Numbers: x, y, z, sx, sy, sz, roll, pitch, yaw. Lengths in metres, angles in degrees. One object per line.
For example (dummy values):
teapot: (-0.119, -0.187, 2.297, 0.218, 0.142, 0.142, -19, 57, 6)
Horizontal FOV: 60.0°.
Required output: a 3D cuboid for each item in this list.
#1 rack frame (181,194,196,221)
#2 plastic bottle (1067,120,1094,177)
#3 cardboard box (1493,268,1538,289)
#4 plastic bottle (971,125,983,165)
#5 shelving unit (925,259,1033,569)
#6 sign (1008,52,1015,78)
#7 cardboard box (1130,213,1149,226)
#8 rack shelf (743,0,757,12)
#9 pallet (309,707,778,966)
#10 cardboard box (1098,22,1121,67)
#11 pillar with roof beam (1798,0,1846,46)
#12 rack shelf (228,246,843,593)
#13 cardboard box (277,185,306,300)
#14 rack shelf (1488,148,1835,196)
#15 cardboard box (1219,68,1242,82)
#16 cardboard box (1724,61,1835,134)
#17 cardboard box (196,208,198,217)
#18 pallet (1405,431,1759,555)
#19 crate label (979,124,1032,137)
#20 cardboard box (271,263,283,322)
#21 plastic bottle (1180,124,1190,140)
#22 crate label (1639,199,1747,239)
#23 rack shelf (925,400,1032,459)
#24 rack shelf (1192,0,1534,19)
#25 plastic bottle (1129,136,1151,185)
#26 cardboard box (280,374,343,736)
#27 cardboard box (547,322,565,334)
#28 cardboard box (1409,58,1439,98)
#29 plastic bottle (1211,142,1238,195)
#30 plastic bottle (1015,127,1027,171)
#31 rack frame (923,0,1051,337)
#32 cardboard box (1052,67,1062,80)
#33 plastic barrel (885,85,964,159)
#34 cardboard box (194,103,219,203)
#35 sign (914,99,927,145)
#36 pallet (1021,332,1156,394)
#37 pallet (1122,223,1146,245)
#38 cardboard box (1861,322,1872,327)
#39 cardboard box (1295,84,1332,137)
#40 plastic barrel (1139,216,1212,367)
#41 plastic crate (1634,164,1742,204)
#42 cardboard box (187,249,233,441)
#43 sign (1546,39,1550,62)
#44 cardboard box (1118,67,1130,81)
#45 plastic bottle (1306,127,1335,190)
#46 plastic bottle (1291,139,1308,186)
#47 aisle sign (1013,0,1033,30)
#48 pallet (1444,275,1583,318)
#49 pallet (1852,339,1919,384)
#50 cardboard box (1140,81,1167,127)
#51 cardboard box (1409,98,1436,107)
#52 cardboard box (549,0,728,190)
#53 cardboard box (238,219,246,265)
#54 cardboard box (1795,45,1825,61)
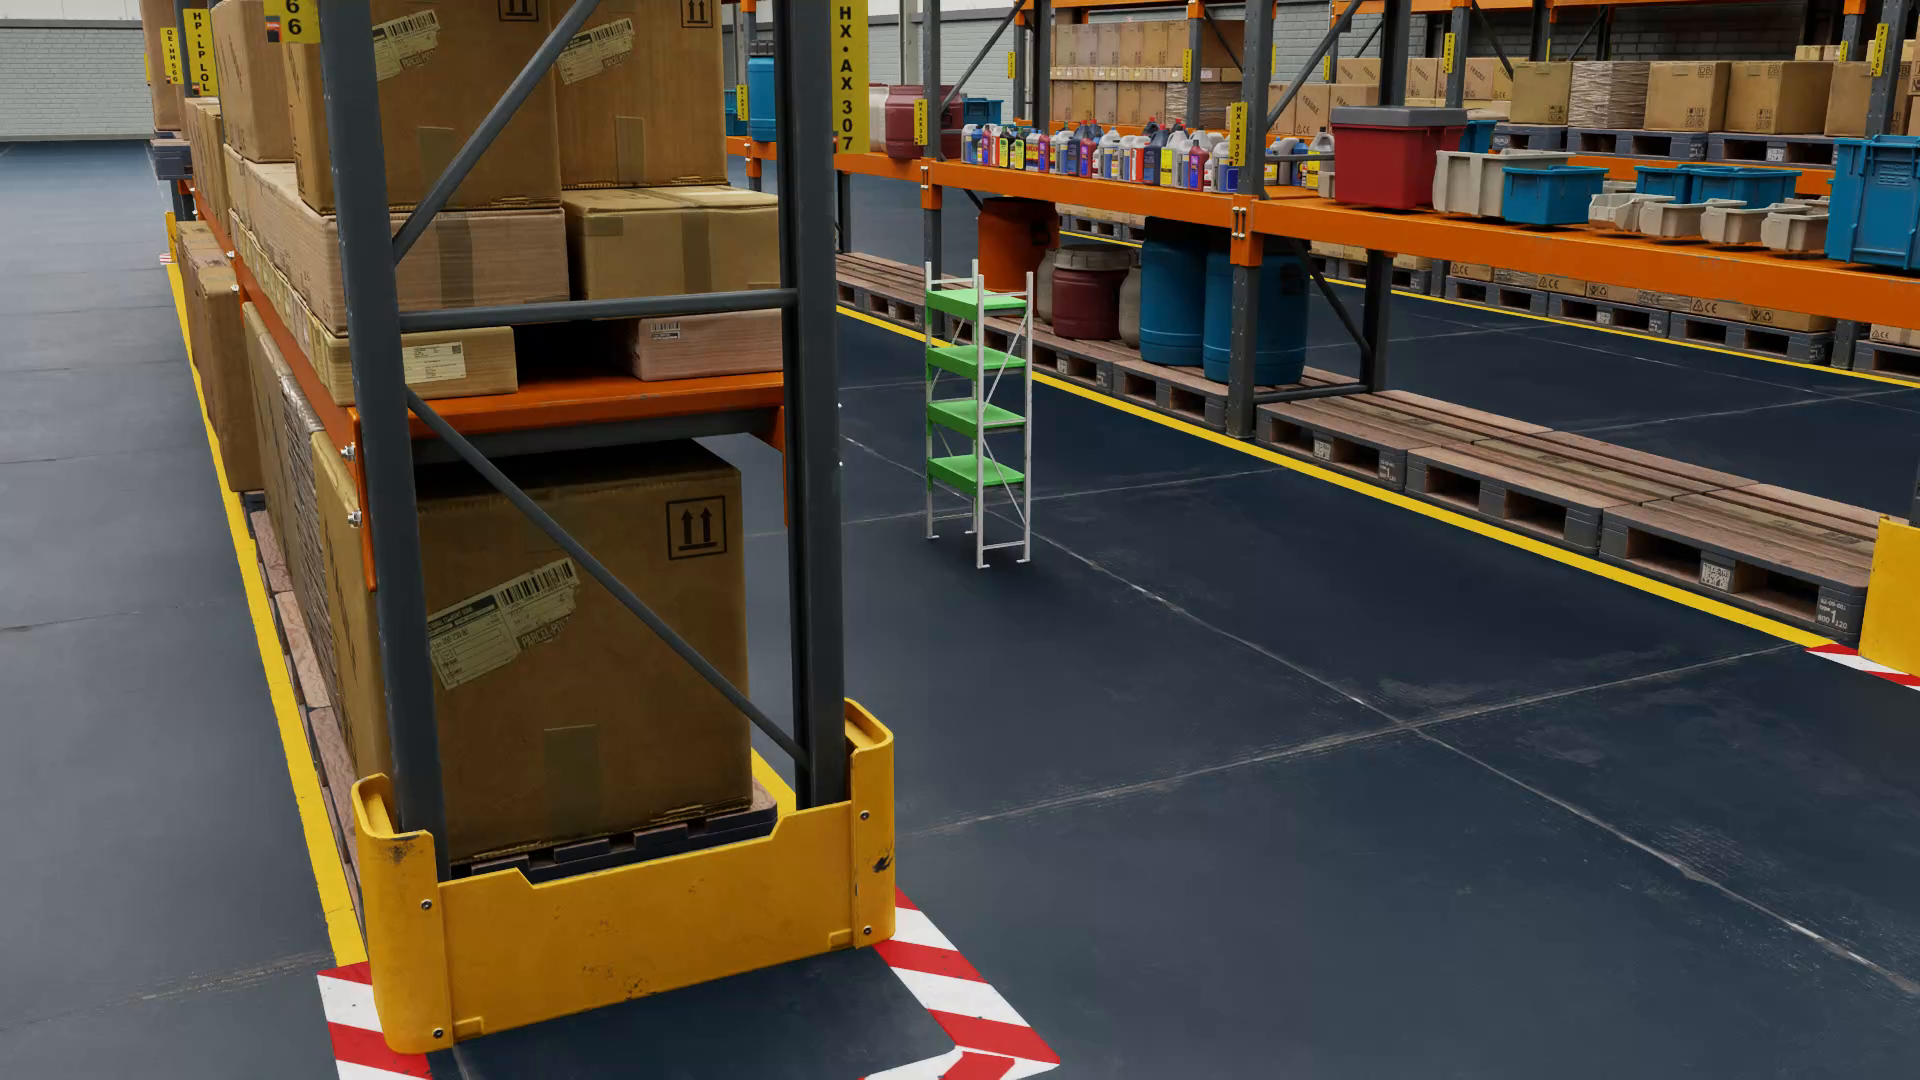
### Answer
rack frame: (-6.001, -3.450, 13.835, 1.000, 3.000, 0.127, -8, 18, -25)
plastic bottle: (0.777, -2.503, 10.623, 0.144, 0.351, 0.185, -8, 18, -25)
cardboard box: (4.835, -2.388, 13.867, 0.500, 0.500, 0.500, -8, 18, -27)
plastic bottle: (0.129, -2.816, 11.860, 0.097, 0.271, 0.097, 0, 16, 0)
shelving unit: (0.073, -0.536, 6.942, 0.258, 1.200, 0.503, -8, 18, -25)
sign: (0.652, -6.027, 21.100, 0.100, 0.325, 0.005, -8, 18, -25)
cardboard box: (2.296, -3.740, 19.069, 0.500, 0.250, 0.500, -8, 18, -25)
rack shelf: (-0.672, -4.649, 13.878, 1.077, 0.370, 4.000, -8, 18, -25)
pallet: (-1.164, 0.677, 4.509, 1.003, 0.211, 1.213, -8, 18, -25)
cardboard box: (2.046, -5.800, 19.492, 0.700, 0.500, 0.500, -8, 18, -25)
pillar with roof beam: (5.448, -7.044, 15.483, 9.100, 9.000, 0.400, -8, 18, -25)
rack shelf: (-1.620, -0.625, 5.294, 1.077, 0.370, 4.000, -8, 18, -25)
cardboard box: (-1.416, -0.759, 4.191, 0.500, 0.250, 0.500, -8, 18, -26)
rack shelf: (5.535, -2.813, 12.918, 1.077, 0.370, 4.000, -8, 18, -25)
cardboard box: (2.962, -5.096, 18.214, 0.380, 0.149, 0.250, -8, 18, -25)
cardboard box: (6.046, -3.220, 12.090, 0.700, 0.500, 0.500, -5, 17, -16)
cardboard box: (-7.495, -3.285, 17.031, 0.500, 0.500, 0.500, -4, 17, -15)
pallet: (2.852, -0.244, 7.718, 1.003, 0.211, 1.213, -8, 18, -25)
crate label: (0.356, -3.126, 13.009, 0.303, 0.233, 0.416, -8, 18, -25)
cardboard box: (-1.759, -0.720, 4.776, 0.380, 0.149, 0.250, -8, 18, -25)
plastic bottle: (1.308, -2.293, 9.892, 0.144, 0.351, 0.185, -8, 18, -25)
crate label: (2.931, -1.295, 6.695, 0.396, 0.136, 0.243, -8, 18, -25)
rack shelf: (0.073, -0.474, 6.960, 0.258, 0.148, 0.480, -8, 18, -25)
rack shelf: (3.782, -5.246, 15.960, 1.077, 0.370, 4.000, -8, 18, -25)
plastic bottle: (1.112, -2.280, 9.981, 0.152, 0.276, 0.135, -8, 18, -25)
cardboard box: (-1.495, -0.030, 5.007, 0.875, 0.875, 0.875, -8, 18, -25)
cardboard box: (-0.944, -0.673, 4.614, 0.380, 0.149, 0.250, -8, 18, -26)
cardboard box: (6.209, -6.002, 21.603, 0.500, 0.500, 0.500, -7, 17, -23)
plastic bottle: (1.493, -2.064, 9.230, 0.152, 0.276, 0.135, -8, 18, -25)
plastic bottle: (0.424, -2.644, 11.236, 0.061, 0.283, 0.133, -8, 18, -25)
rack frame: (0.204, -3.057, 12.464, 1.000, 3.000, 0.127, -8, 18, -25)
cardboard box: (1.358, -5.747, 20.483, 0.380, 0.149, 0.250, -8, 18, -25)
plastic barrel: (-0.272, -3.201, 12.719, 0.600, 0.536, 0.708, -8, 18, -25)
cardboard box: (-3.607, -1.974, 8.512, 0.500, 0.500, 0.500, -8, 18, -25)
sign: (-0.287, -3.067, 12.204, 0.100, 0.325, 0.005, -8, 18, -25)
pallet: (1.117, -1.224, 11.133, 1.003, 0.211, 1.213, -8, 18, -25)
pallet: (2.595, -3.508, 19.093, 1.003, 0.211, 1.213, -8, 18, -25)
cardboard box: (6.418, -1.822, 11.895, 0.500, 0.500, 0.500, -9, 18, -27)
cardboard box: (3.678, -4.247, 16.431, 0.500, 0.500, 0.500, -8, 18, -25)
plastic barrel: (1.423, -1.571, 10.329, 0.600, 0.901, 0.708, -8, 18, -25)
plastic crate: (3.188, -1.523, 7.316, 0.416, 0.233, 0.300, -8, 18, -25)
cardboard box: (-3.187, -1.025, 8.474, 1.225, 0.875, 0.875, -8, 18, -27)
sign: (5.142, -4.241, 14.635, 0.100, 0.325, 0.005, -8, 18, -25)
cardboard box: (2.039, -5.363, 19.142, 0.380, 0.149, 0.250, -7, 17, -23)
plastic bottle: (2.076, -2.178, 9.490, 0.144, 0.351, 0.185, -8, 18, -25)
plastic bottle: (2.011, -2.229, 9.814, 0.097, 0.271, 0.097, 0, 16, 0)
aisle sign: (0.849, -6.867, 21.029, 0.394, 0.787, 0.004, -8, 18, -25)
pallet: (4.951, -2.124, 14.271, 1.003, 0.211, 1.213, -8, 18, -25)
pallet: (6.711, -1.152, 10.882, 1.003, 0.211, 1.213, -8, 18, -25)
cardboard box: (2.469, -4.933, 18.823, 0.700, 0.500, 0.500, -8, 18, -25)
cardboard box: (6.211, -5.636, 21.688, 0.500, 0.250, 0.500, -7, 18, -24)
cardboard box: (-0.930, -1.181, 4.303, 0.500, 0.500, 0.500, -8, 18, -26)
cardboard box: (-2.434, -1.102, 6.107, 0.380, 0.149, 0.250, -7, 17, -23)
cardboard box: (8.777, -4.985, 17.029, 0.380, 0.149, 0.250, -11, 19, -34)
